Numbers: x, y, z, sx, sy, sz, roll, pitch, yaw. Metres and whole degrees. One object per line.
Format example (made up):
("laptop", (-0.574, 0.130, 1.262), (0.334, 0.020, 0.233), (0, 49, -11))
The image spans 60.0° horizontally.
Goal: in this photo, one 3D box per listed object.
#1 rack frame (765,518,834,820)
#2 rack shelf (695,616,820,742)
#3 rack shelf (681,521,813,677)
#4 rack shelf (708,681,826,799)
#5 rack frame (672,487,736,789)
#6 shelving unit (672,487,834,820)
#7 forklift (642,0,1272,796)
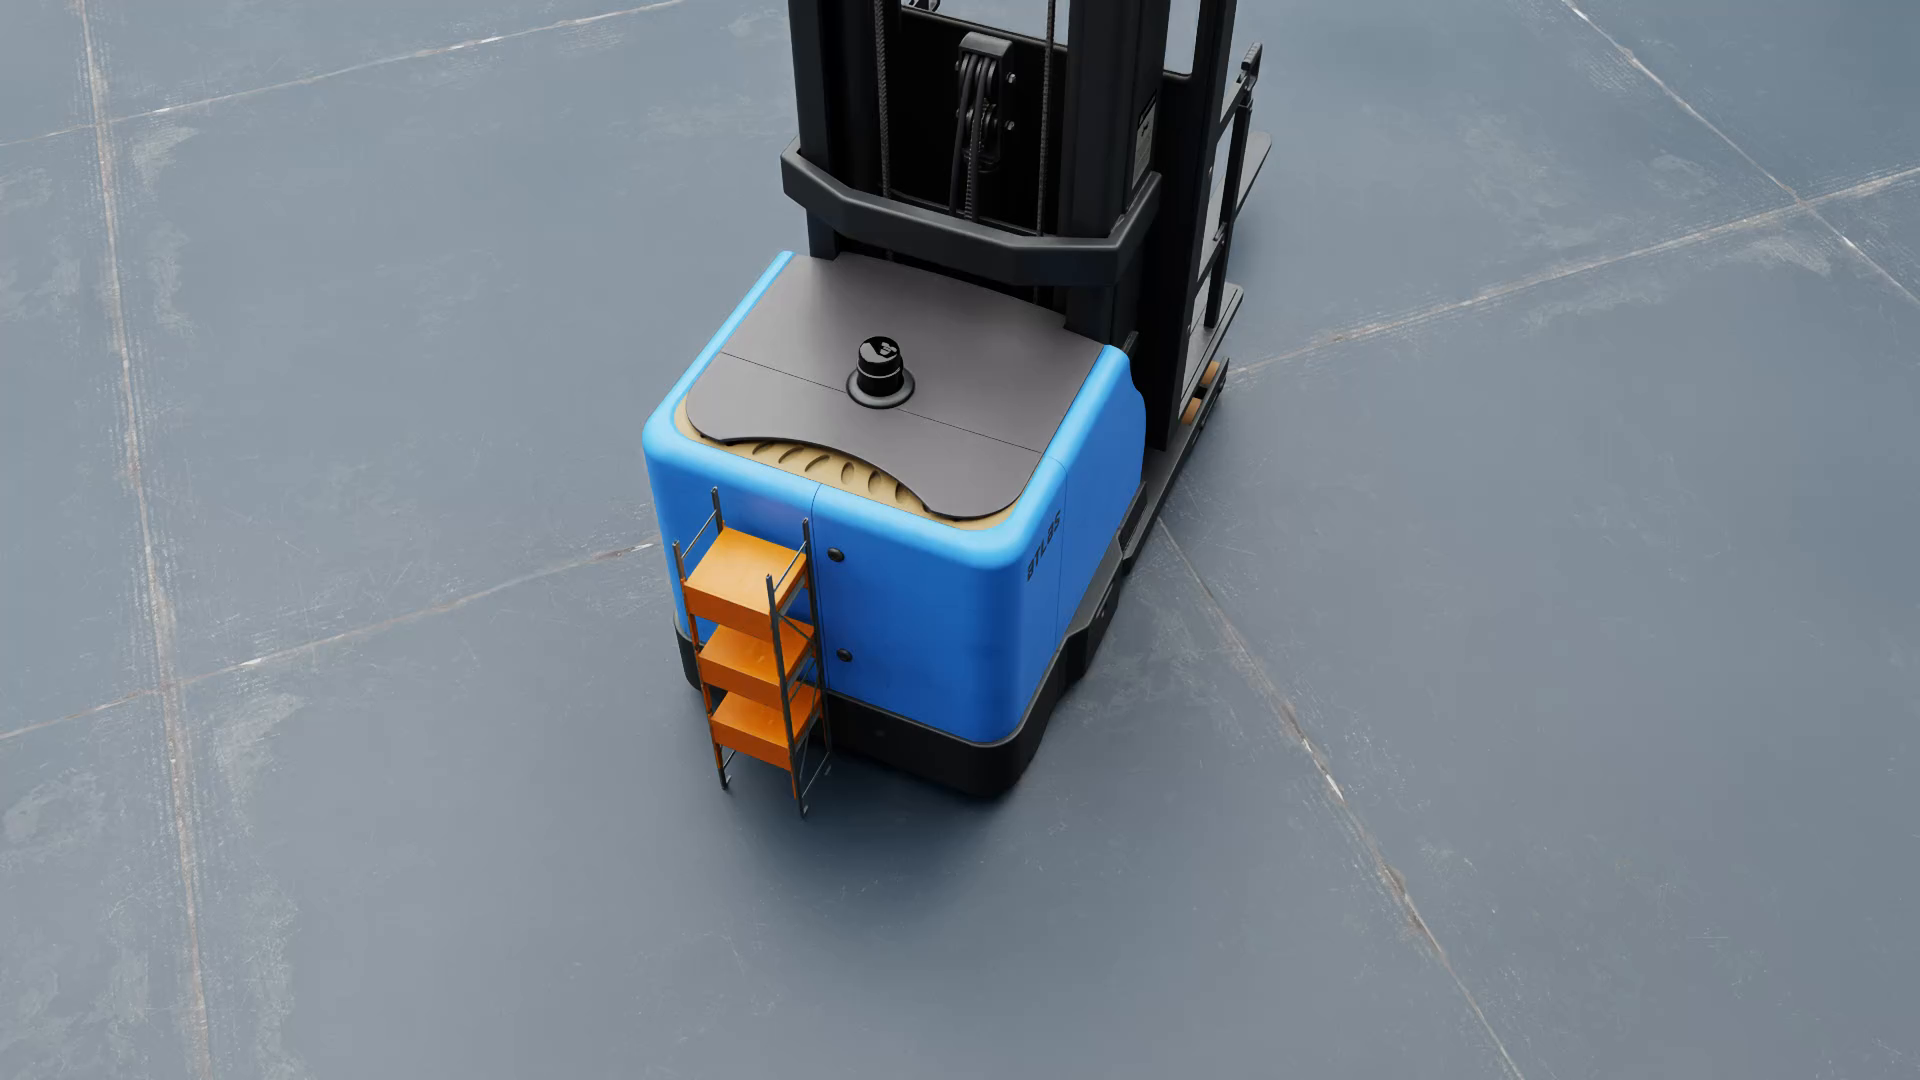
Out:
("rack frame", (-0.400, 0.360, 4.249), (0.008, 1.050, 0.200), (19, 52, 15))
("rack shelf", (-0.512, 0.329, 4.289), (0.240, 0.259, 0.215), (19, 52, 15))
("rack shelf", (-0.512, 0.144, 4.074), (0.240, 0.259, 0.215), (19, 52, 15))
("rack shelf", (-0.512, 0.510, 4.500), (0.240, 0.259, 0.215), (19, 52, 15))
("rack frame", (-0.624, 0.285, 4.313), (0.008, 1.050, 0.200), (19, 52, 15))
("shelving unit", (-0.512, 0.322, 4.281), (0.252, 1.050, 0.215), (19, 52, 15))
("forklift", (0.255, -1.392, 4.514), (1.130, 2.935, 3.031), (19, 52, 15))
